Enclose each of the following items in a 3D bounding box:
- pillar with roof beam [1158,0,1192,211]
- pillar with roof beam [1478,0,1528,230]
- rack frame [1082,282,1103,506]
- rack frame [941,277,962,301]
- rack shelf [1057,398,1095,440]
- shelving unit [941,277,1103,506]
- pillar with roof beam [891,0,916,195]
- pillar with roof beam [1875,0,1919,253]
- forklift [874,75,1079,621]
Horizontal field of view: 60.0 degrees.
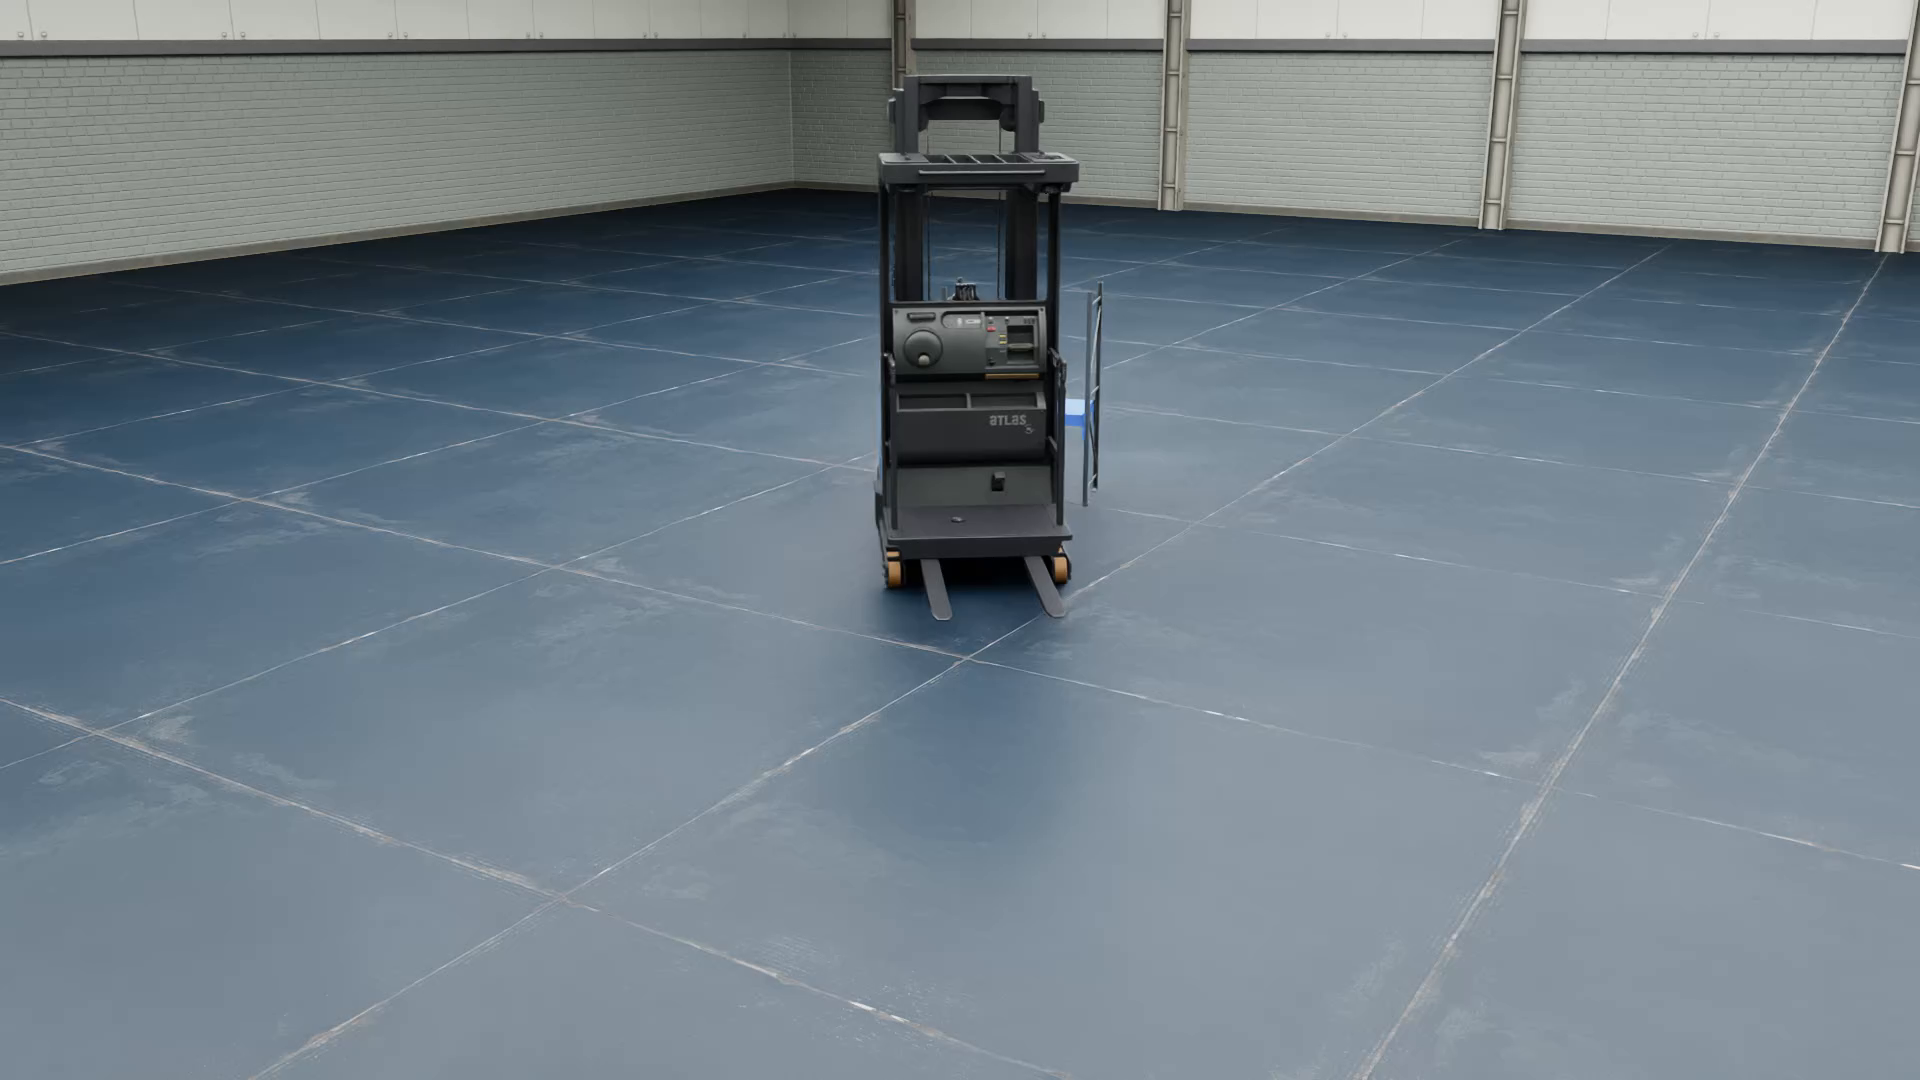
[{"bbox_3d":[1.725,-9.475,26.591,0.400,9.000,9.100,10,20,30],"label":"pillar with roof beam"},{"bbox_3d":[6.838,-8.562,23.586,0.400,9.000,9.100,10,20,30],"label":"pillar with roof beam"},{"bbox_3d":[0.933,-1.027,11.682,0.032,1.500,0.500,4,17,13],"label":"rack frame"},{"bbox_3d":[-0.055,-1.096,11.910,0.032,1.500,0.500,4,17,13],"label":"rack frame"},{"bbox_3d":[0.439,-0.890,11.848,1.000,0.185,0.538,4,17,13],"label":"rack shelf"},{"bbox_3d":[0.439,-1.062,11.796,1.048,1.500,0.538,4,17,13],"label":"shelving unit"},{"bbox_3d":[-3.387,-10.388,29.595,0.400,9.000,9.100,10,20,30],"label":"pillar with roof beam"},{"bbox_3d":[11.951,-7.650,20.582,0.400,9.000,9.100,10,20,30],"label":"pillar with roof beam"},{"bbox_3d":[0.080,-1.215,9.838,1.130,2.935,3.031,-2,17,-5],"label":"forklift"}]
